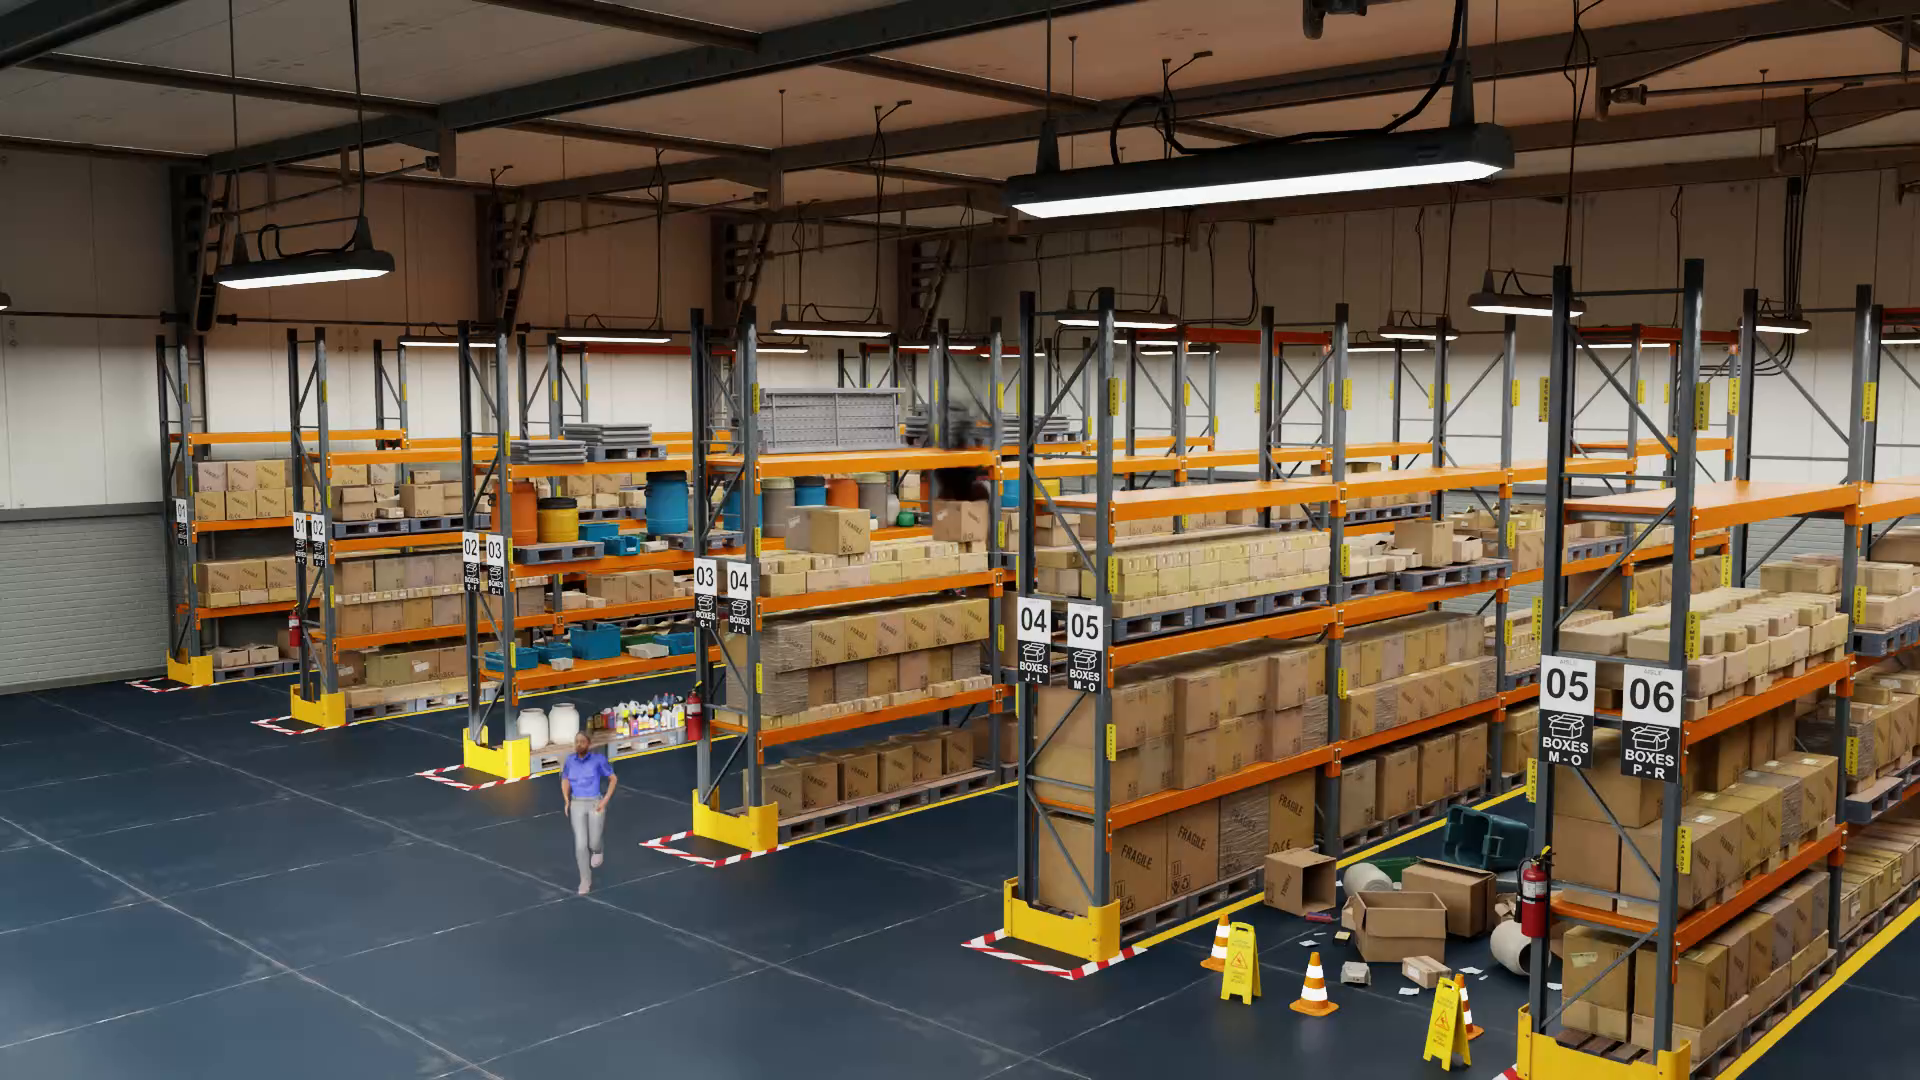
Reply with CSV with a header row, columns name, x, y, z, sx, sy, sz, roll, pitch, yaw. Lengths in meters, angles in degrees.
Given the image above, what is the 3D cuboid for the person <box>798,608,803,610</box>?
name,x,y,z,sx,sy,sz,roll,pitch,yaw
person,-2.887,1.678,27.717,0.656,1.824,0.744,4,7,35

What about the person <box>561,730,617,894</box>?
name,x,y,z,sx,sy,sz,roll,pitch,yaw
person,-3.816,2.763,17.150,0.584,1.645,0.675,0,5,1
